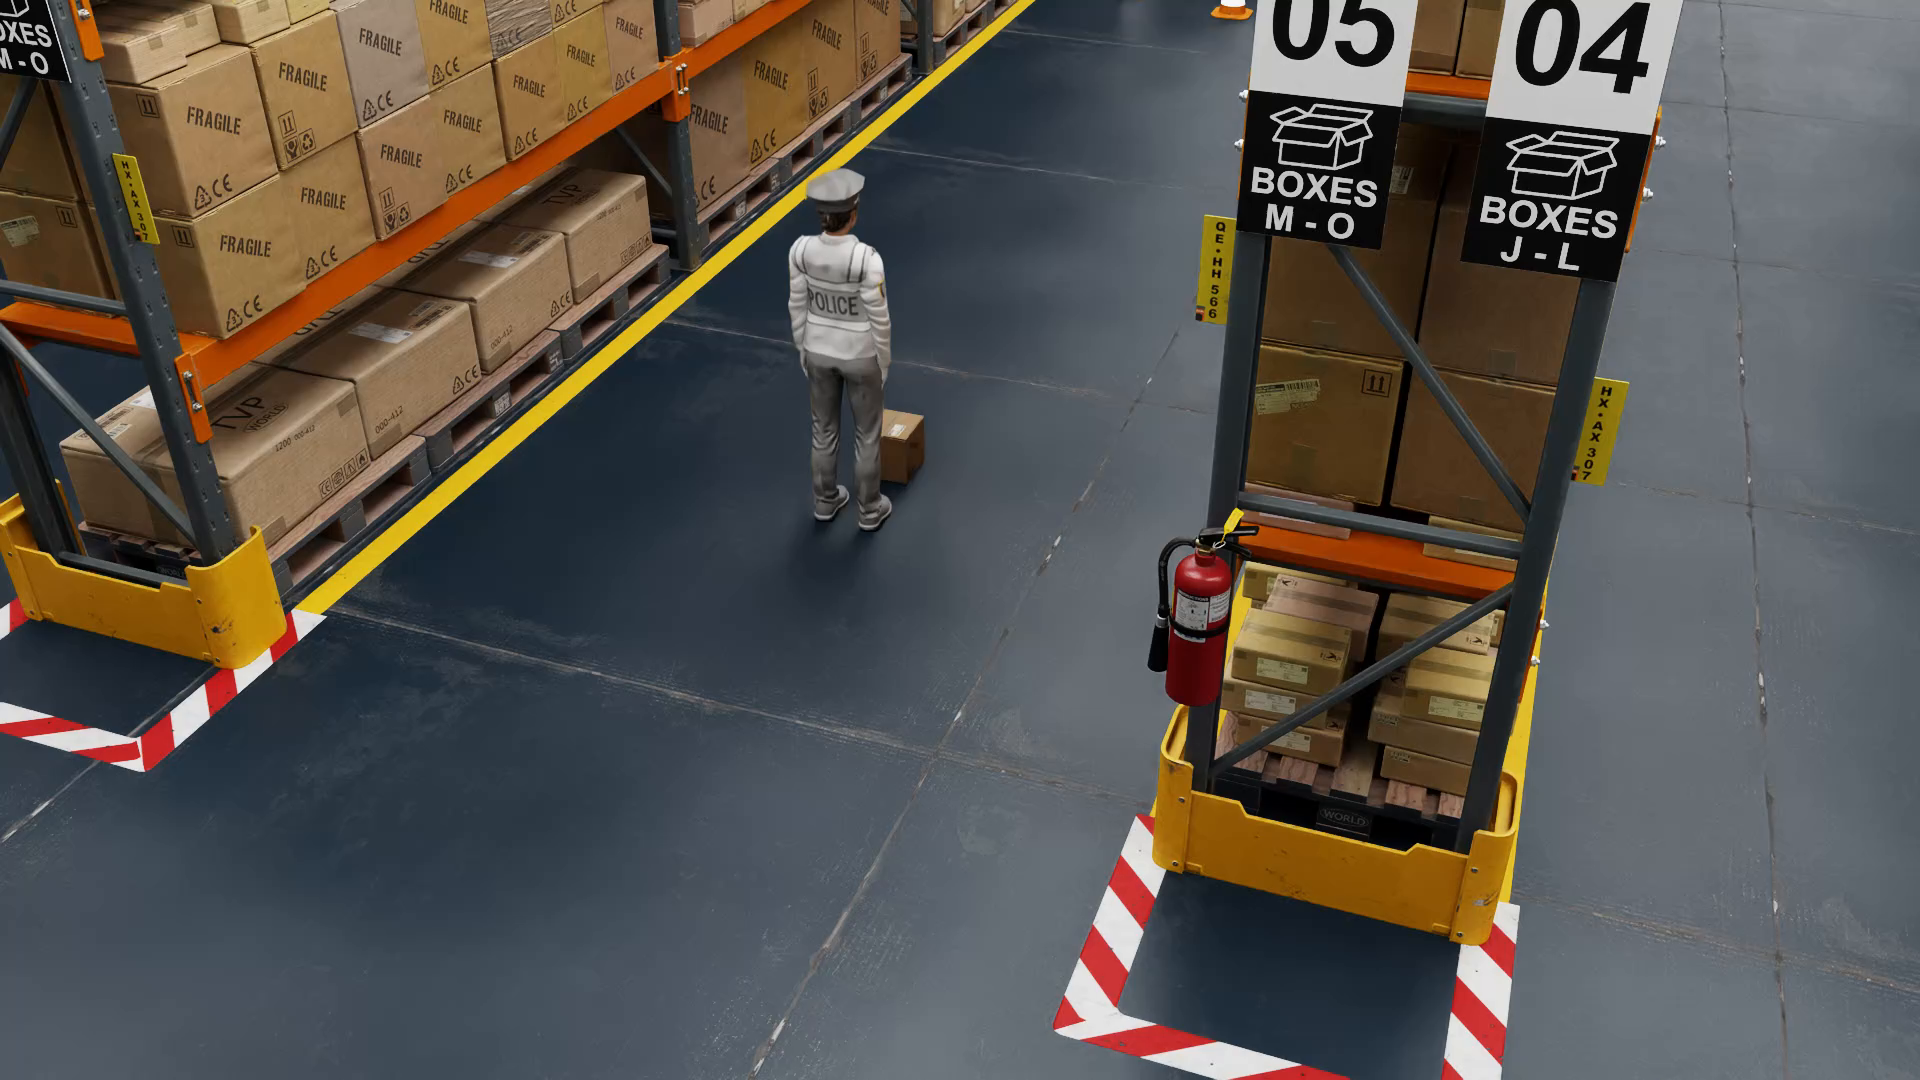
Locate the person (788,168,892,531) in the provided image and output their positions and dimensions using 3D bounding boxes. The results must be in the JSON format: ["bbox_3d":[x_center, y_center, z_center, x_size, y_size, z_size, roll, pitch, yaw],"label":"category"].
[{"bbox_3d":[-0.508,-0.814,7.360,0.474,1.672,0.329,12,35,18],"label":"person"}]
